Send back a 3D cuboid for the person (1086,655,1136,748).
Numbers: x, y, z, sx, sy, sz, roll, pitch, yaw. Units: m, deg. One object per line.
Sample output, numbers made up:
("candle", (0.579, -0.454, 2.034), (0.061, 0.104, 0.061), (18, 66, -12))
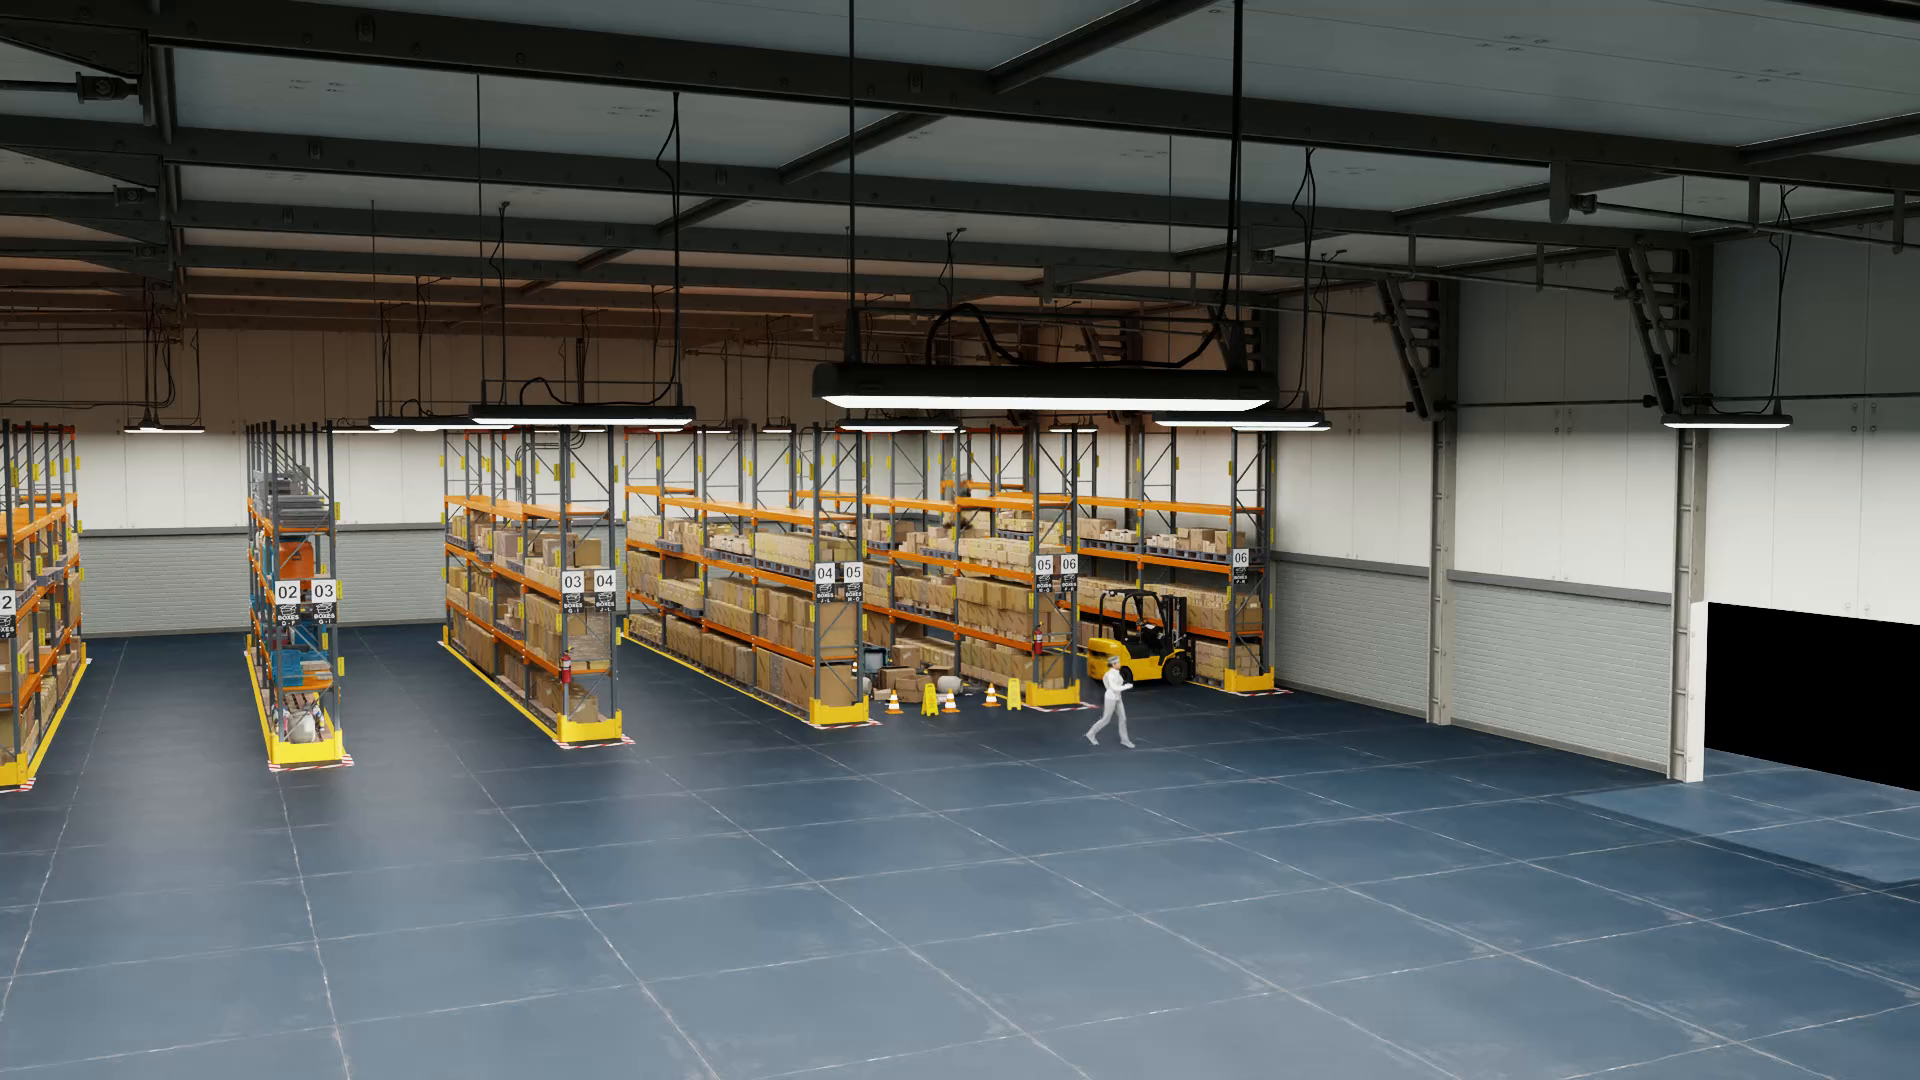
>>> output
("person", (2.771, 2.947, 30.461), (0.919, 1.702, 0.598), (1, 4, 18))
